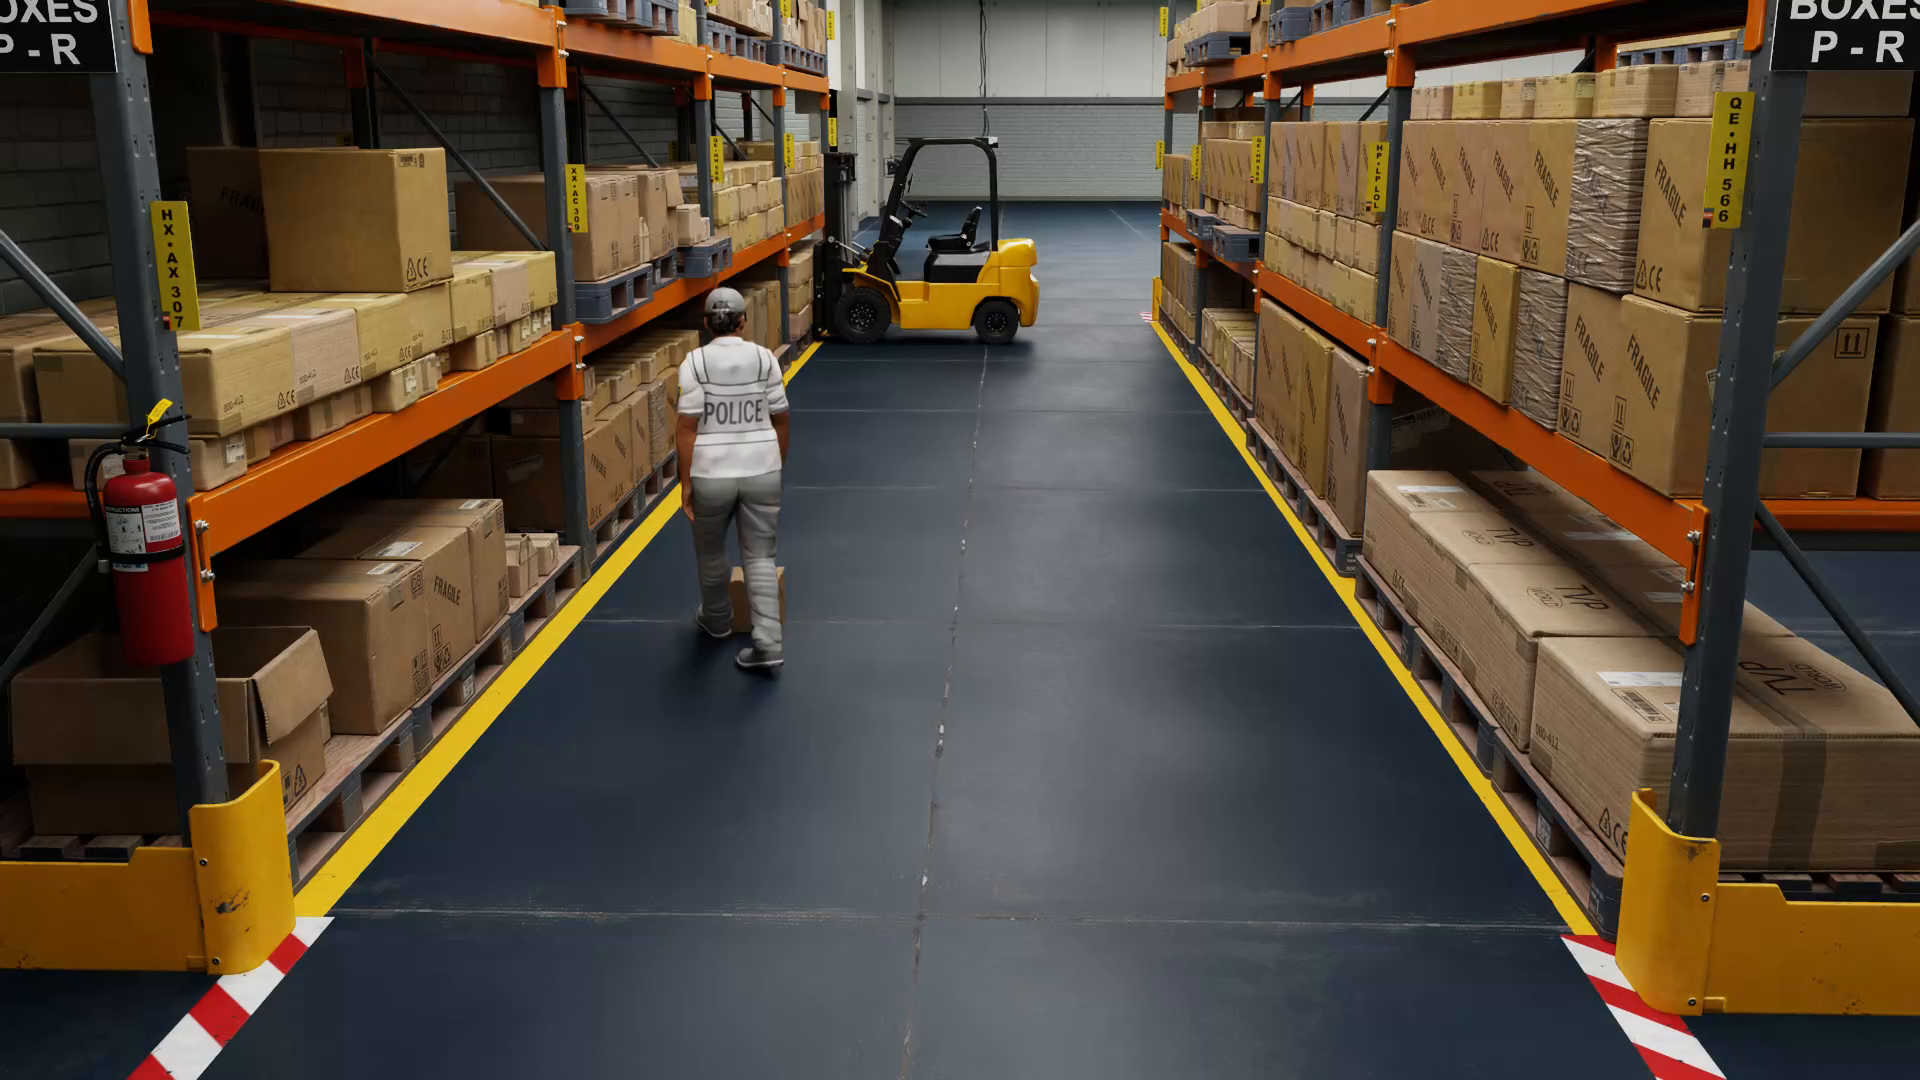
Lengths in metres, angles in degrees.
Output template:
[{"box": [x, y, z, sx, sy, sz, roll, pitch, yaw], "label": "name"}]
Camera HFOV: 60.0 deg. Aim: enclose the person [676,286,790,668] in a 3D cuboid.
[{"box": [-0.995, -0.293, 7.240, 0.502, 1.611, 0.913, -4, 15, -16], "label": "person"}]
